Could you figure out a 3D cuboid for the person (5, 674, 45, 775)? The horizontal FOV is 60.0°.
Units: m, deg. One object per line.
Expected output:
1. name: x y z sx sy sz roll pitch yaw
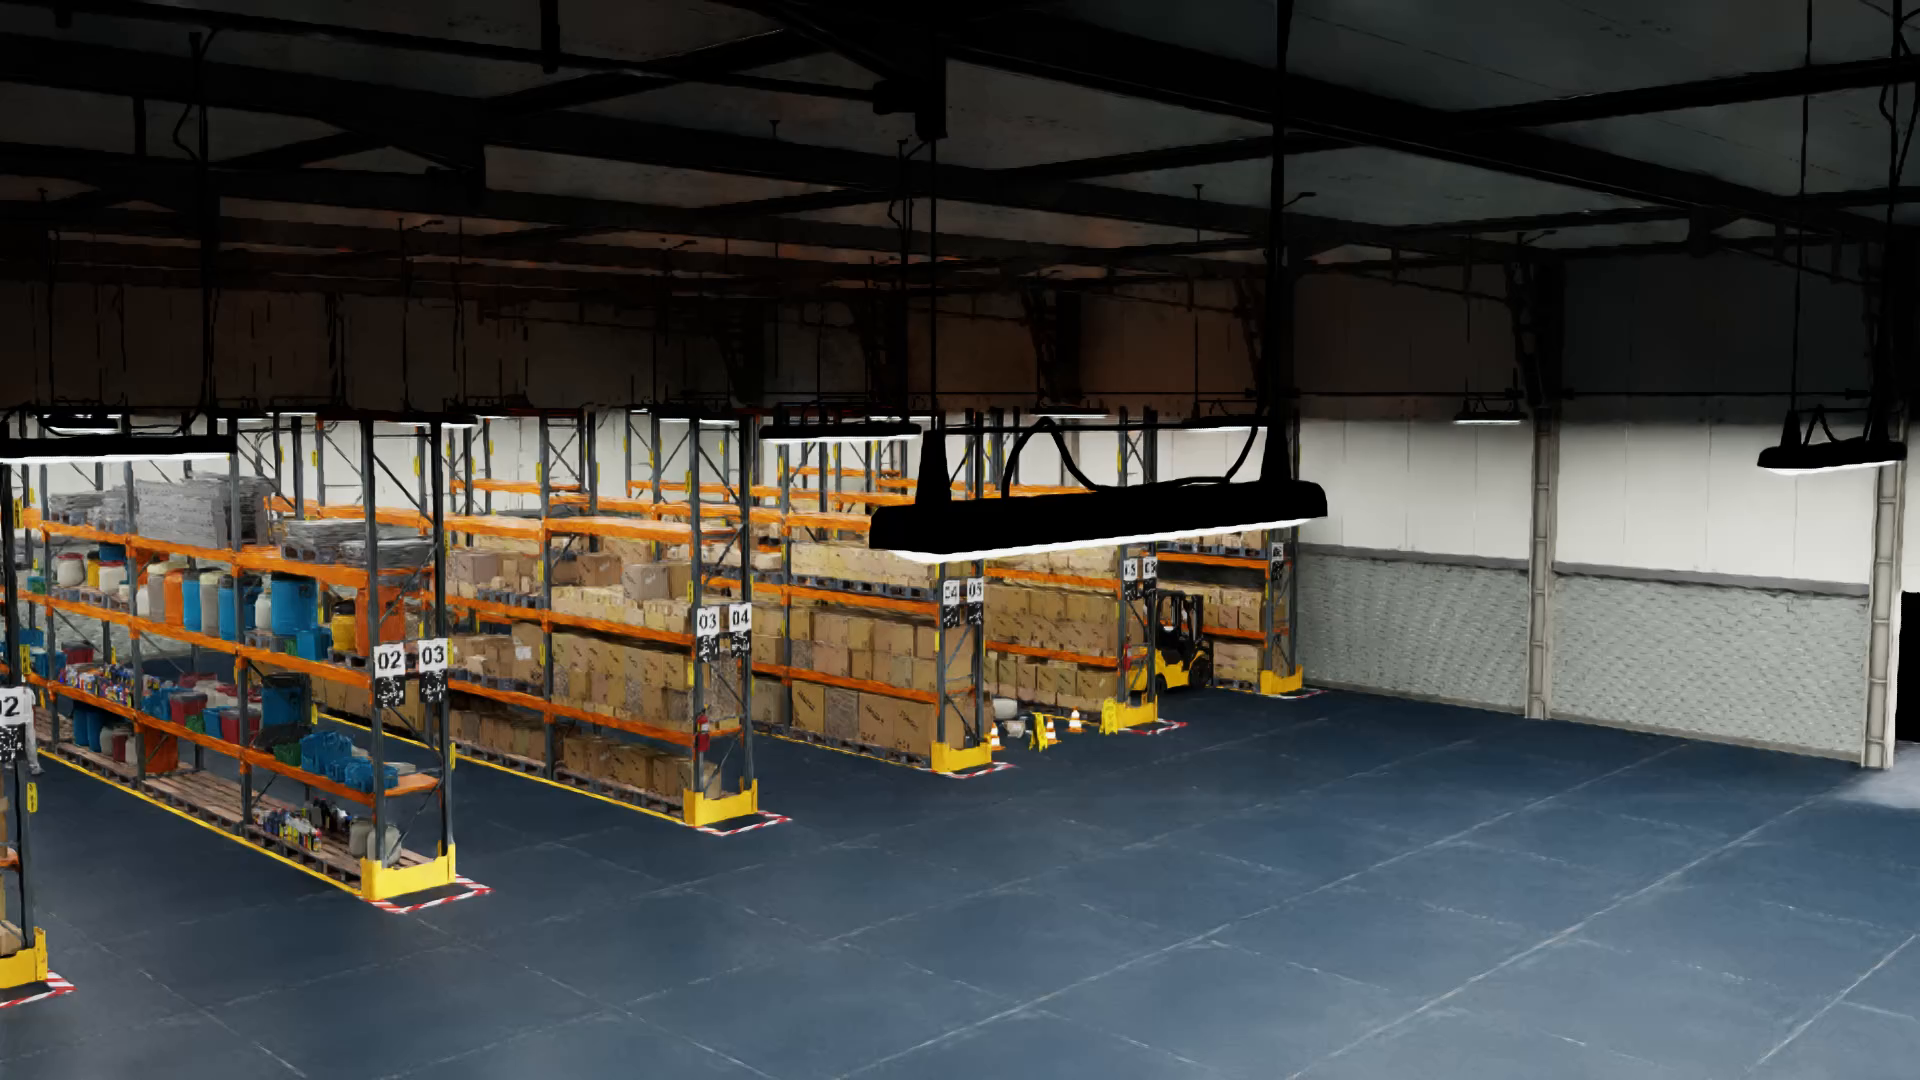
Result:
1. person: -15.617 3.033 27.601 0.577 1.691 1.121 -5 7 -43
